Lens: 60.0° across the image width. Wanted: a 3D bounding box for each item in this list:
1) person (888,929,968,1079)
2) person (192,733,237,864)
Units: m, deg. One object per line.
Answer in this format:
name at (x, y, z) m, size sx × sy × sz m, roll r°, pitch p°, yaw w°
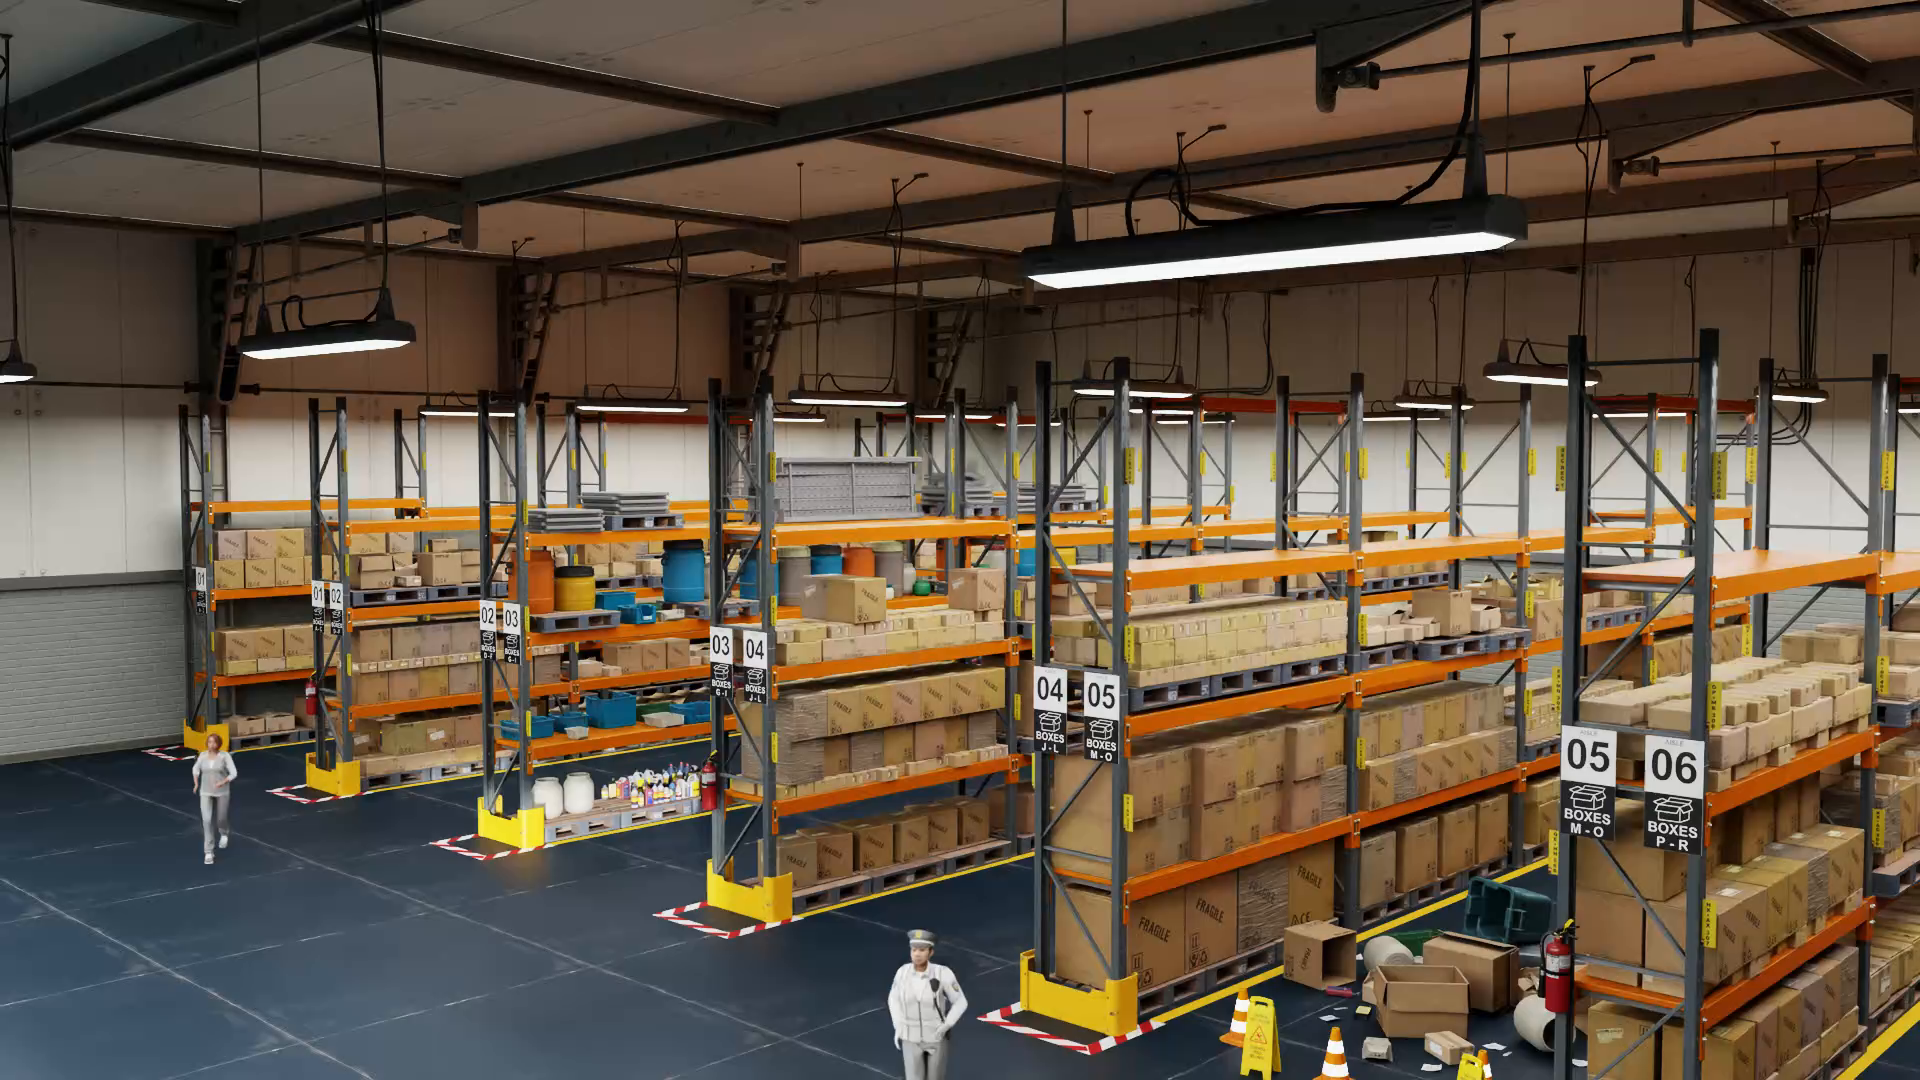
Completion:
person at (-0.247, 3.687, 12.288) m, size 0.612 × 1.693 × 0.725 m, roll 0°, pitch 3°, yaw 8°
person at (-9.473, 3.242, 21.135) m, size 0.549 × 1.593 × 0.861 m, roll -1°, pitch 3°, yaw -15°
